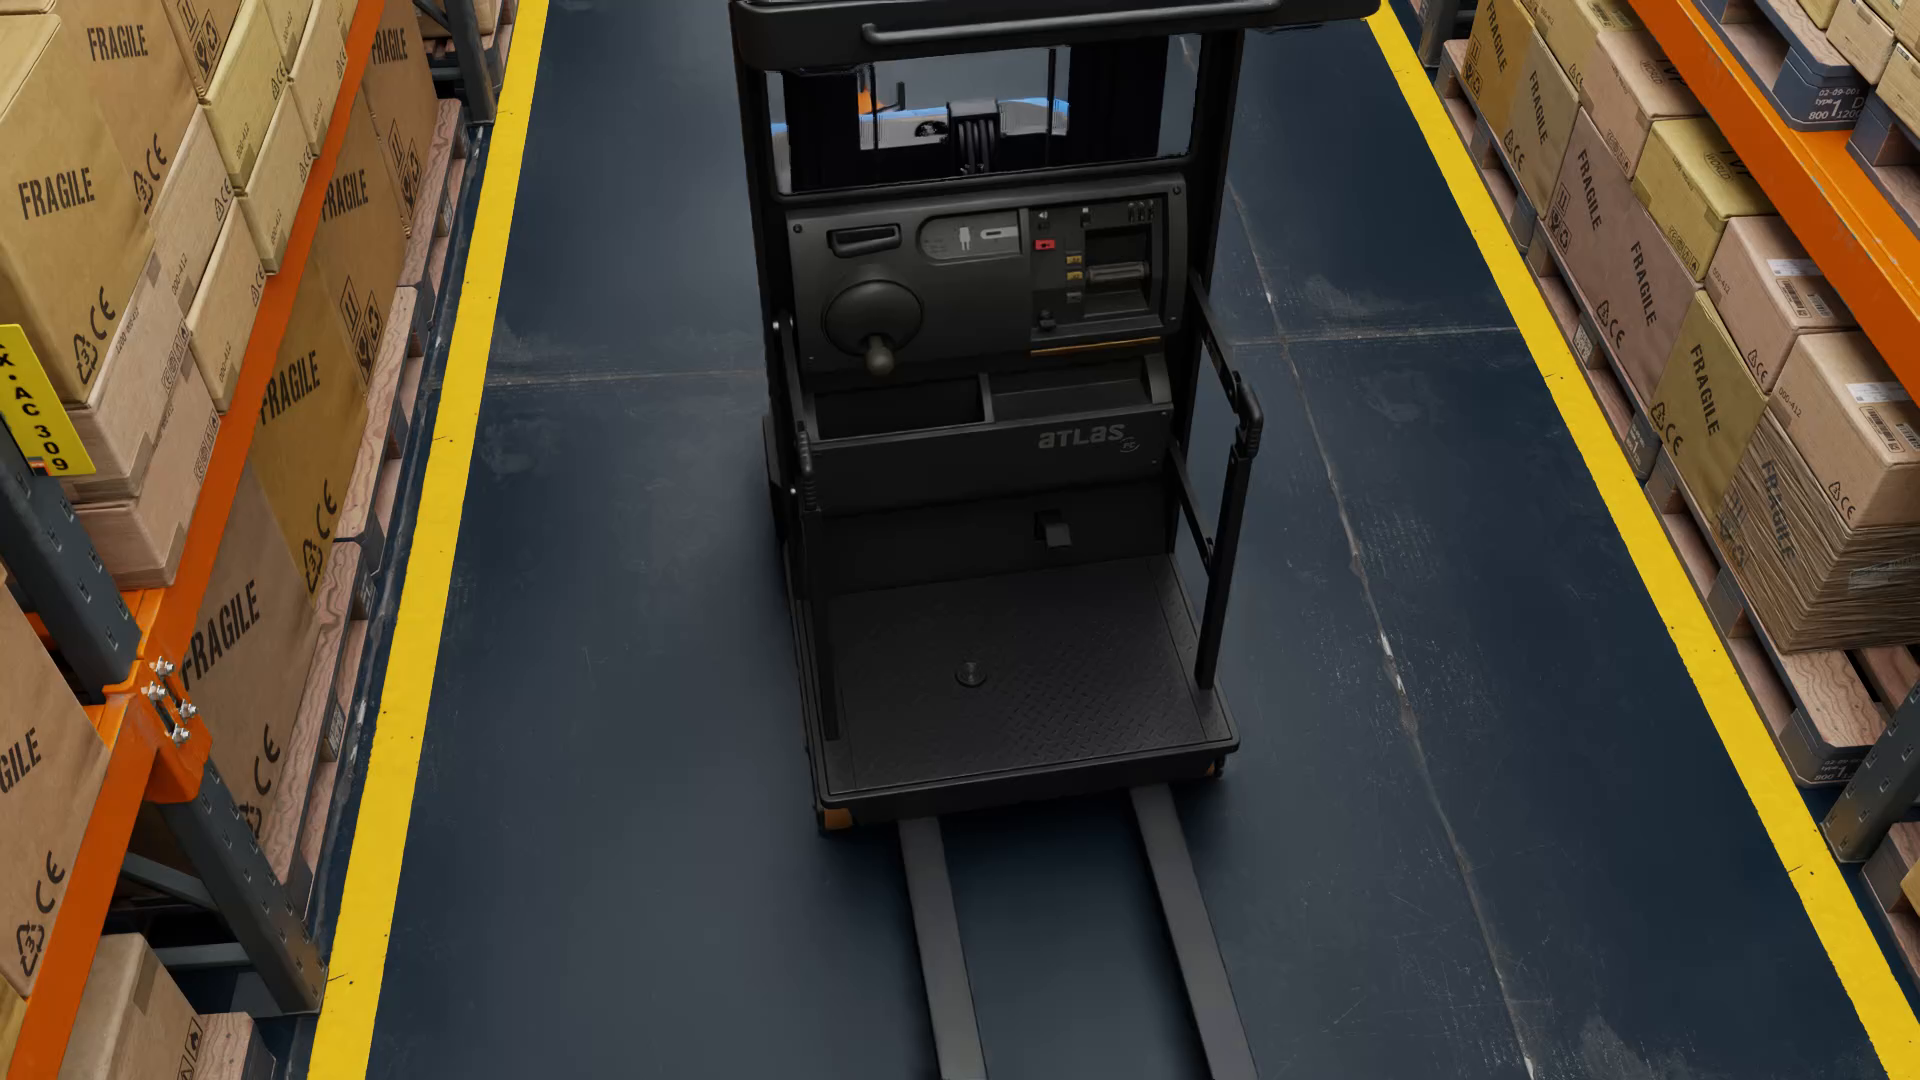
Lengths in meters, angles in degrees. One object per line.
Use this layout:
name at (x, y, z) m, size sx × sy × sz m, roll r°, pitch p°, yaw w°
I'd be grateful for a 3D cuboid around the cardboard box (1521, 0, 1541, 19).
cardboard box at (2.314, -2.163, 6.148) m, size 0.500 × 0.250 × 0.500 m, roll -5°, pitch 47°, yaw -5°

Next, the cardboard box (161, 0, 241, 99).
cardboard box at (-1.952, -1.309, 3.667) m, size 0.500 × 0.500 × 0.500 m, roll -5°, pitch 47°, yaw -4°

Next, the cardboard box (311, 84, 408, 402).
cardboard box at (-2.381, -1.023, 5.327) m, size 0.875 × 0.875 × 0.875 m, roll -3°, pitch 47°, yaw -3°

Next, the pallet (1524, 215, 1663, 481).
pallet at (2.660, -0.729, 5.795) m, size 1.003 × 0.211 × 1.213 m, roll -3°, pitch 47°, yaw -3°

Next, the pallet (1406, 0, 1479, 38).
pallet at (2.506, -2.750, 7.709) m, size 1.003 × 0.211 × 1.213 m, roll -3°, pitch 47°, yaw -3°

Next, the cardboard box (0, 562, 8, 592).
cardboard box at (-1.777, 0.081, 2.350) m, size 0.500 × 0.500 × 0.500 m, roll -4°, pitch 47°, yaw -4°

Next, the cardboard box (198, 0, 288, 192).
cardboard box at (-1.935, -1.064, 3.951) m, size 0.500 × 0.250 × 0.500 m, roll -3°, pitch 47°, yaw -3°

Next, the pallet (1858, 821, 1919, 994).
pallet at (2.924, 1.203, 3.965) m, size 1.003 × 0.211 × 1.213 m, roll -3°, pitch 47°, yaw -3°

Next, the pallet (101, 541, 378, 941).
pallet at (-2.232, 0.539, 4.594) m, size 1.003 × 0.211 × 1.213 m, roll -3°, pitch 47°, yaw -3°

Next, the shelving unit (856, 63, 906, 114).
shelving unit at (-0.312, -1.075, 5.538) m, size 0.215 × 1.050 × 0.252 m, roll -26°, pitch 49°, yaw -23°

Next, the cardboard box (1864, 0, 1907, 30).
cardboard box at (2.513, -1.432, 4.219) m, size 0.380 × 0.149 × 0.250 m, roll -6°, pitch 47°, yaw -5°

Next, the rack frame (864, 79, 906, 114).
rack frame at (-0.243, -1.006, 5.464) m, size 0.200 × 1.050 × 0.008 m, roll -26°, pitch 49°, yaw -23°

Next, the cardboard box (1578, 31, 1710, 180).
cardboard box at (2.385, -1.437, 5.461) m, size 0.500 × 0.250 × 0.500 m, roll -3°, pitch 47°, yaw -3°

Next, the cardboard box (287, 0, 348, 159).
cardboard box at (-1.970, -1.257, 4.478) m, size 0.500 × 0.250 × 0.500 m, roll -4°, pitch 47°, yaw -4°

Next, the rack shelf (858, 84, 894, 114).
rack shelf at (-0.319, -1.271, 5.347) m, size 0.215 × 0.259 × 0.240 m, roll -26°, pitch 49°, yaw -23°

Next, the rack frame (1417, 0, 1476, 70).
rack frame at (2.497, -3.134, 6.152) m, size 1.000 × 3.000 × 0.127 m, roll -3°, pitch 47°, yaw -3°

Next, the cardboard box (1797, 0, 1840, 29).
cardboard box at (2.489, -1.515, 4.503) m, size 0.380 × 0.149 × 0.250 m, roll -2°, pitch 47°, yaw -2°

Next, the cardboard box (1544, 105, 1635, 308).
cardboard box at (2.395, -1.157, 5.712) m, size 0.500 × 0.500 × 0.500 m, roll -5°, pitch 47°, yaw -4°

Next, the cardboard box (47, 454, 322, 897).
cardboard box at (-2.224, 0.277, 4.096) m, size 0.875 × 0.875 × 0.875 m, roll -2°, pitch 47°, yaw -2°

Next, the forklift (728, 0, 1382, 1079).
forklift at (0.110, -0.515, 3.719) m, size 1.130 × 2.935 × 3.031 m, roll -7°, pitch 47°, yaw -7°

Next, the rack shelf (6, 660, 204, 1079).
rack shelf at (-1.925, 1.829, 1.948) m, size 1.077 × 0.370 × 4.000 m, roll -3°, pitch 47°, yaw -3°

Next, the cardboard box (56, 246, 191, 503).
cardboard box at (-1.848, -0.322, 3.248) m, size 0.500 × 0.250 × 0.500 m, roll -5°, pitch 47°, yaw -4°

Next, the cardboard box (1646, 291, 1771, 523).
cardboard box at (2.477, -0.416, 5.010) m, size 0.500 × 0.500 × 0.500 m, roll -4°, pitch 47°, yaw -4°

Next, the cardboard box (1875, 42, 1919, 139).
cardboard box at (2.540, -1.123, 4.131) m, size 0.380 × 0.149 × 0.250 m, roll -6°, pitch 47°, yaw -5°

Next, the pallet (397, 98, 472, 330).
pallet at (-2.436, -1.226, 6.266) m, size 1.003 × 0.211 × 1.213 m, roll -3°, pitch 47°, yaw -3°

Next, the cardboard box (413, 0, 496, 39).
cardboard box at (-2.464, -2.410, 6.987) m, size 0.950 × 0.372 × 0.625 m, roll -6°, pitch 47°, yaw -6°

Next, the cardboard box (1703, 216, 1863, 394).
cardboard box at (2.488, -0.679, 4.743) m, size 0.500 × 0.250 × 0.500 m, roll -1°, pitch 47°, yaw -1°

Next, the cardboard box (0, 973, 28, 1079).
cardboard box at (-1.750, 0.792, 2.365) m, size 0.500 × 0.500 × 0.500 m, roll -5°, pitch 47°, yaw -4°

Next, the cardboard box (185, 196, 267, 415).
cardboard box at (-1.911, -0.523, 3.783) m, size 0.500 × 0.250 × 0.500 m, roll -5°, pitch 47°, yaw -4°

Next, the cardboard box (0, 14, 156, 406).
cardboard box at (-1.842, -0.580, 2.976) m, size 0.500 × 0.500 × 0.500 m, roll -3°, pitch 47°, yaw -3°

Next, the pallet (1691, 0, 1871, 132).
pallet at (2.704, -1.638, 4.868) m, size 1.003 × 0.211 × 1.213 m, roll -3°, pitch 47°, yaw -3°

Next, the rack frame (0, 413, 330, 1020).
rack frame at (-2.092, 0.134, 3.057) m, size 1.000 × 3.000 × 0.127 m, roll -3°, pitch 47°, yaw -3°

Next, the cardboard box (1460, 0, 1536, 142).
cardboard box at (2.302, -1.891, 6.408) m, size 0.500 × 0.500 × 0.500 m, roll -5°, pitch 47°, yaw -5°
